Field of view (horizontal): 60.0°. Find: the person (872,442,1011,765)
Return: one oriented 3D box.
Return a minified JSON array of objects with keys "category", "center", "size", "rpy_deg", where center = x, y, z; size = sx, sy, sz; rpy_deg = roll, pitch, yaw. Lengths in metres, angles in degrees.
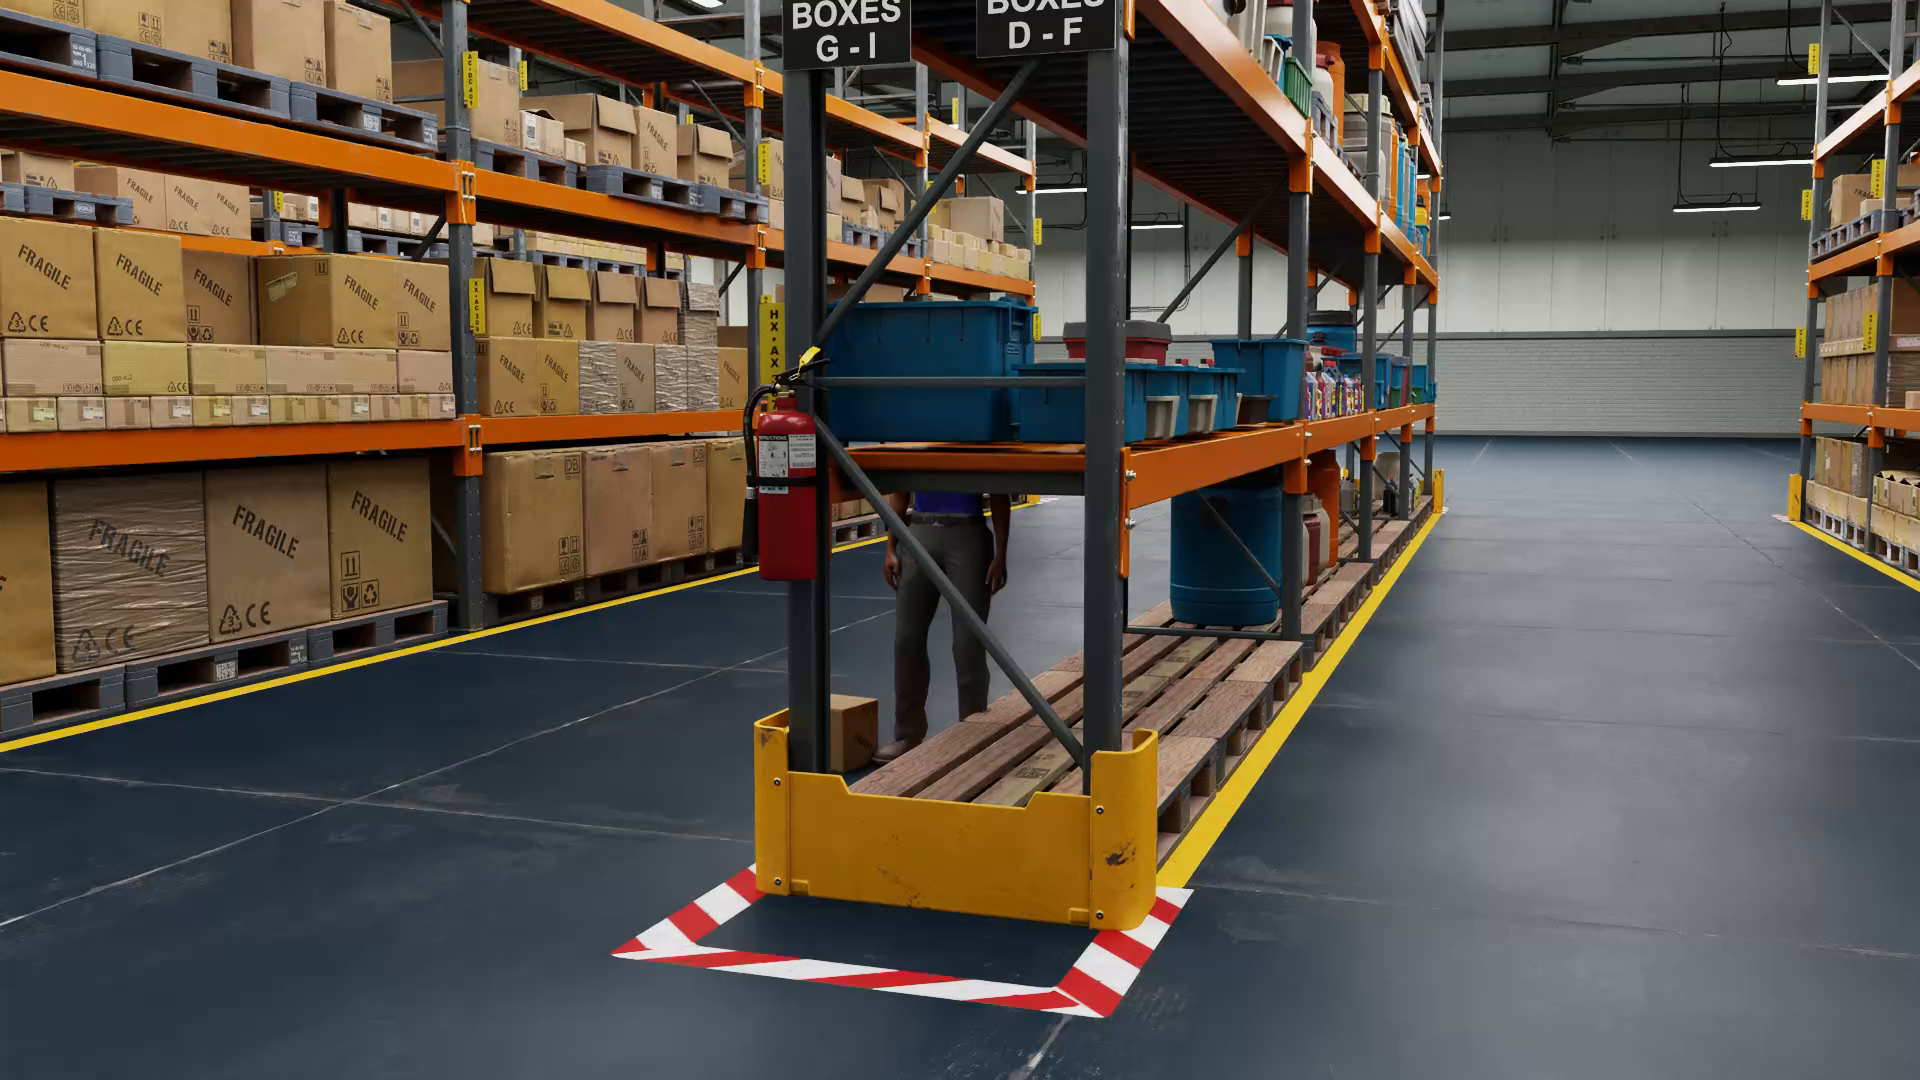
[{"category":"person","center":[-0.067,0.064,6.585],"size":[0.534,1.655,0.347],"rpy_deg":[1,6,15]}]
